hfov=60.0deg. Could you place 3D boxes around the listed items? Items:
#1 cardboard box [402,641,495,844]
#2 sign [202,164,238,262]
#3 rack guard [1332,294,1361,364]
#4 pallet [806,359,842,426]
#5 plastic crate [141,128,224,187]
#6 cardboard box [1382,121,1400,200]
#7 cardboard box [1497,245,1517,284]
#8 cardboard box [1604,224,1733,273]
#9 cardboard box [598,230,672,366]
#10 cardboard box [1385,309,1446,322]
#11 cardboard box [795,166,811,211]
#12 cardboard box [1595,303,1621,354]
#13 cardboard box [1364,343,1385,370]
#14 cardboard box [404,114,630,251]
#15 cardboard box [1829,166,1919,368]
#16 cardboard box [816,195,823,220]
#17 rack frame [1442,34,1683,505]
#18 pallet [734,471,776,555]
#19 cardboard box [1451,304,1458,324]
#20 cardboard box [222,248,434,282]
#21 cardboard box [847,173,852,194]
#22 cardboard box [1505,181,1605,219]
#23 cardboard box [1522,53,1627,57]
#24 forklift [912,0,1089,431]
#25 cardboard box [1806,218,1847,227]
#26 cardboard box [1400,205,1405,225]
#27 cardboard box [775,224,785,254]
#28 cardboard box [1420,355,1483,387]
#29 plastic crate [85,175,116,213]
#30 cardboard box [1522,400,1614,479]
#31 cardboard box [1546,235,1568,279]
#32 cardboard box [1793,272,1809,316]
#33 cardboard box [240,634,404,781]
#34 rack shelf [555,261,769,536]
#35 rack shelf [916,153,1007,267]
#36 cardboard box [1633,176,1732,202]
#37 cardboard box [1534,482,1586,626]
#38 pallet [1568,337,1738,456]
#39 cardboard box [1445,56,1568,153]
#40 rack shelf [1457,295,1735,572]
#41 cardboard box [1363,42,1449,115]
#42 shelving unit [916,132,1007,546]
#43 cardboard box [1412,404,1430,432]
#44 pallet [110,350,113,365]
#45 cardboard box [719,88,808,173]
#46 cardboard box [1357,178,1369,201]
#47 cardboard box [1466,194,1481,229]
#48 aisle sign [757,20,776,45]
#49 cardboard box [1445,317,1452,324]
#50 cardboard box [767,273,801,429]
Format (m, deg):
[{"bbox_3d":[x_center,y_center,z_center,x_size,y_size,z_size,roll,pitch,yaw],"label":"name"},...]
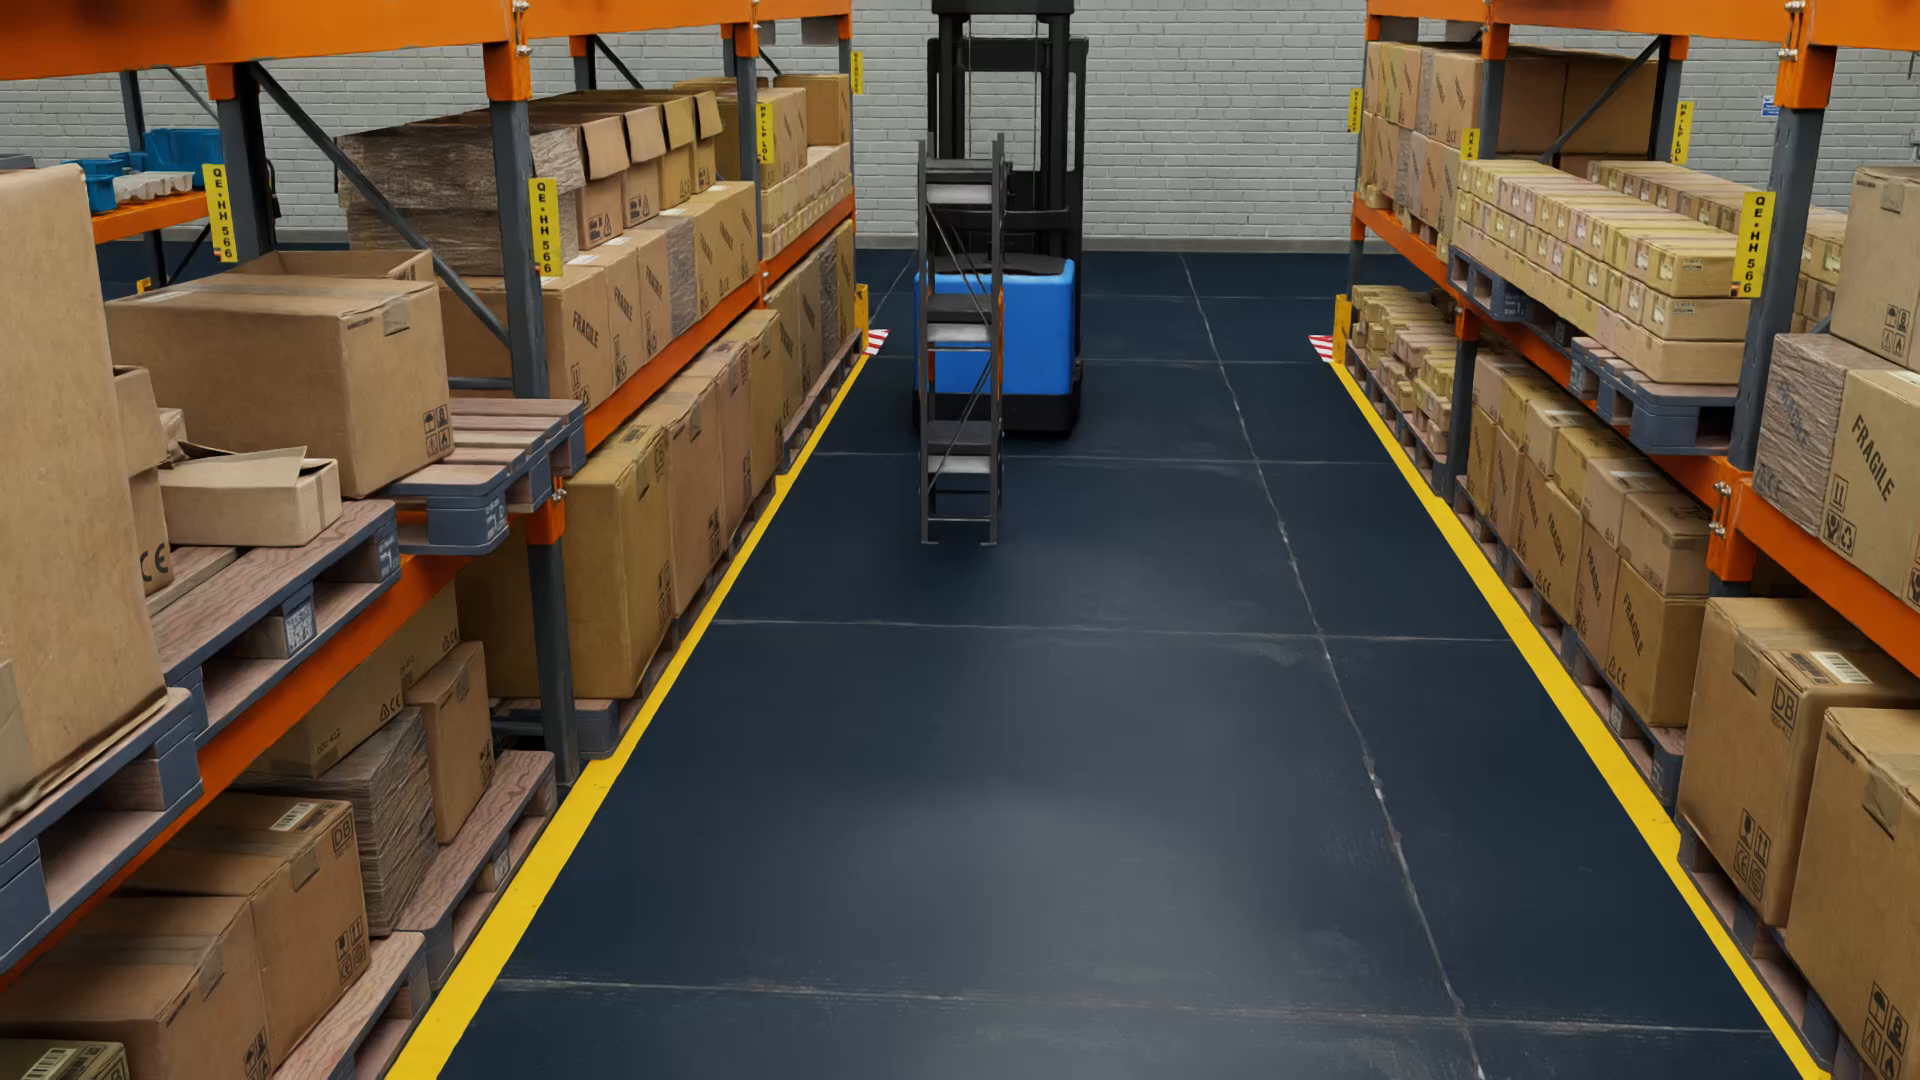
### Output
[{"bbox_3d":[-1.956,0.649,5.433,0.700,0.500,0.500,0,18,1],"label":"cardboard box"},{"bbox_3d":[-2.482,-1.100,5.603,0.100,0.325,0.005,1,18,4],"label":"sign"},{"bbox_3d":[3.580,-1.669,13.215,1.175,0.500,0.348,1,18,4],"label":"rack guard"},{"bbox_3d":[-1.424,-1.070,11.849,1.003,0.211,1.213,1,18,4],"label":"pallet"},{"bbox_3d":[-6.132,-3.071,13.323,0.616,0.435,0.499,1,18,4],"label":"plastic crate"},{"bbox_3d":[3.217,-2.618,11.456,0.500,0.500,0.500,2,18,5],"label":"cardboard box"},{"bbox_3d":[2.739,-1.286,7.759,0.380,0.149,0.250,0,18,1],"label":"cardboard box"},{"bbox_3d":[2.629,-1.081,6.178,0.380,0.149,0.250,2,18,6],"label":"cardboard box"},{"bbox_3d":[-1.554,-1.050,7.150,0.500,0.500,0.500,1,18,3],"label":"cardboard box"},{"bbox_3d":[3.199,-1.525,11.707,0.380,0.149,0.250,2,18,6],"label":"cardboard box"},{"bbox_3d":[-1.274,-2.306,10.907,0.500,0.250,0.500,2,18,5],"label":"cardboard box"},{"bbox_3d":[2.627,-0.797,6.266,0.380,0.149,0.250,2,18,5],"label":"cardboard box"},{"bbox_3d":[3.153,-1.333,12.077,0.380,0.149,0.250,2,18,5],"label":"cardboard box"},{"bbox_3d":[-1.810,-1.491,6.886,0.797,0.503,0.637,2,18,5],"label":"cardboard box"},{"bbox_3d":[2.970,-0.780,4.719,0.700,0.500,0.500,1,18,4],"label":"cardboard box"},{"bbox_3d":[-1.161,-2.311,11.561,0.380,0.149,0.250,2,18,5],"label":"cardboard box"},{"bbox_3d":[3.299,-1.638,9.106,1.000,3.000,0.127,1,18,4],"label":"rack frame"},{"bbox_3d":[-1.621,-0.214,9.237,1.003,0.211,1.213,1,18,4],"label":"pallet"},{"bbox_3d":[3.751,-1.599,11.935,0.380,0.149,0.250,1,18,2],"label":"cardboard box"},{"bbox_3d":[-1.927,-0.617,5.153,0.500,0.500,0.500,-1,18,-3],"label":"cardboard box"},{"bbox_3d":[-1.052,-2.786,13.010,0.380,0.149,0.250,2,18,5],"label":"cardboard box"},{"bbox_3d":[2.739,-1.566,7.658,0.380,0.149,0.250,1,18,3],"label":"cardboard box"},{"bbox_3d":[3.596,-2.598,9.792,0.500,0.500,0.500,1,18,2],"label":"cardboard box"},{"bbox_3d":[0.344,-2.518,11.901,1.130,2.935,3.031,2,18,5],"label":"forklift"},{"bbox_3d":[3.297,-1.140,6.359,0.380,0.149,0.250,1,18,2],"label":"cardboard box"},{"bbox_3d":[3.174,-2.182,11.170,0.380,0.149,0.250,2,18,6],"label":"cardboard box"},{"bbox_3d":[-1.269,-1.827,10.085,0.380,0.149,0.250,1,18,2],"label":"cardboard box"},{"bbox_3d":[3.054,-1.040,10.228,0.380,0.149,0.250,1,18,3],"label":"cardboard box"},{"bbox_3d":[-6.186,-2.439,11.721,0.416,0.233,0.300,1,18,4],"label":"plastic crate"},{"bbox_3d":[2.906,-0.459,7.643,0.500,0.250,0.500,2,18,6],"label":"cardboard box"},{"bbox_3d":[2.684,-1.182,6.964,0.380,0.149,0.250,2,18,5],"label":"cardboard box"},{"bbox_3d":[3.280,-0.931,6.197,0.380,0.149,0.250,1,18,2],"label":"cardboard box"},{"bbox_3d":[-1.974,0.458,4.812,0.500,0.250,0.500,3,18,10],"label":"cardboard box"},{"bbox_3d":[-1.785,-0.818,7.756,1.077,0.370,4.000,1,18,4],"label":"rack shelf"},{"bbox_3d":[0.012,-1.701,8.539,0.431,0.518,0.480,1,18,4],"label":"rack shelf"},{"bbox_3d":[3.407,-1.627,7.845,0.380,0.149,0.250,1,18,4],"label":"cardboard box"},{"bbox_3d":[2.861,0.056,7.274,0.500,0.500,0.500,0,18,1],"label":"cardboard box"},{"bbox_3d":[2.957,-0.529,6.027,1.213,0.211,1.003,1,18,4],"label":"pallet"},{"bbox_3d":[3.063,-2.454,9.352,0.500,0.500,0.500,1,18,2],"label":"cardboard box"},{"bbox_3d":[3.155,-0.675,7.322,1.077,0.370,4.000,1,18,4],"label":"rack shelf"},{"bbox_3d":[3.289,-3.411,12.272,0.500,0.500,0.500,1,18,4],"label":"cardboard box"},{"bbox_3d":[0.012,-1.049,8.753,0.431,2.100,0.503,1,18,4],"label":"shelving unit"},{"bbox_3d":[3.044,-0.775,10.375,0.380,0.149,0.250,1,18,2],"label":"cardboard box"},{"bbox_3d":[-6.483,-1.175,12.170,1.003,0.211,1.213,1,18,4],"label":"pallet"},{"bbox_3d":[-1.276,-2.664,10.796,0.500,0.500,0.500,1,18,2],"label":"cardboard box"},{"bbox_3d":[3.235,-2.668,12.652,0.380,0.149,0.250,1,18,3],"label":"cardboard box"},{"bbox_3d":[2.795,-1.667,8.446,0.380,0.149,0.250,1,18,3],"label":"cardboard box"},{"bbox_3d":[-1.648,-4.287,13.015,0.394,0.787,0.004,1,18,4],"label":"aisle sign"},{"bbox_3d":[3.760,-1.617,12.466,0.380,0.149,0.250,1,18,3],"label":"cardboard box"},{"bbox_3d":[-1.514,-1.174,10.425,0.875,0.875,0.875,1,18,4],"label":"cardboard box"}]
